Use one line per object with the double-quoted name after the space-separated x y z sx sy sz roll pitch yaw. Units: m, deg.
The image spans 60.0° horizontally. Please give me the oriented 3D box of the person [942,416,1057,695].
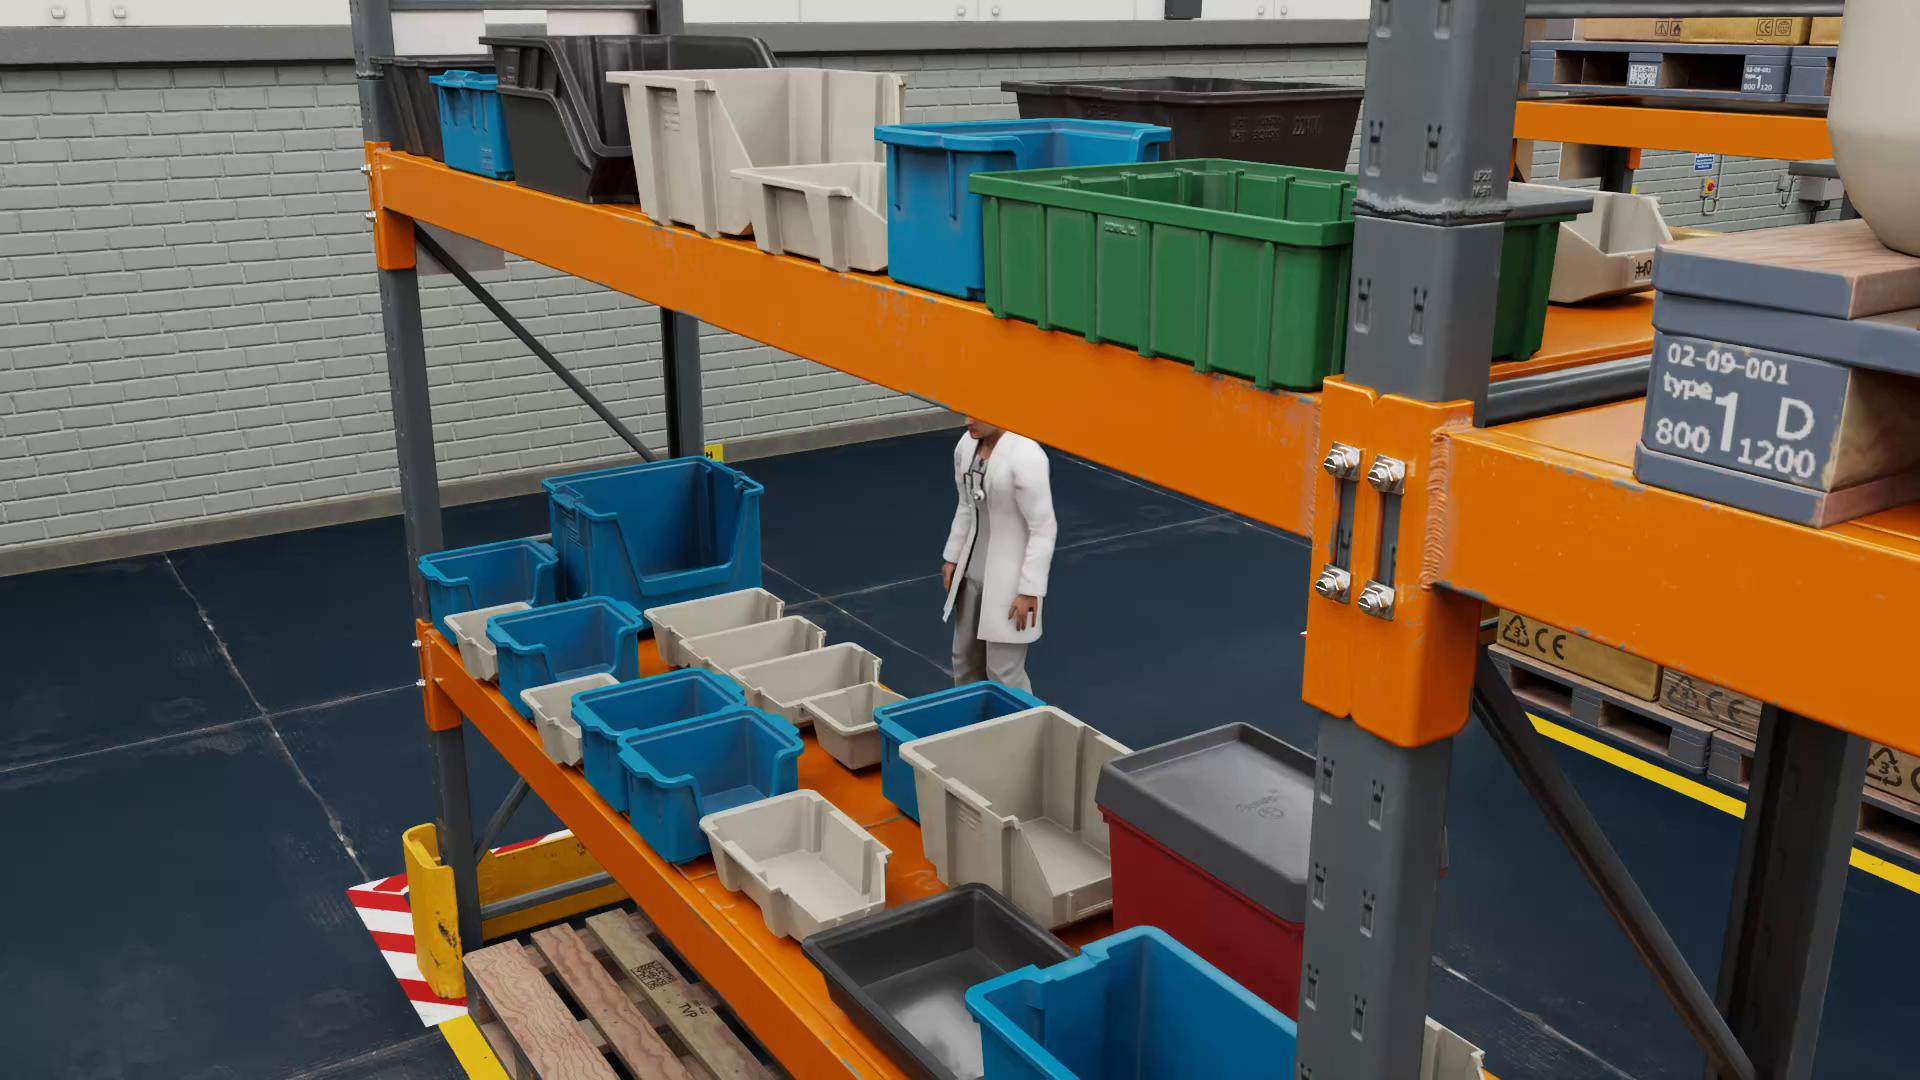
0.152 0.167 7.060 0.416 1.774 0.653 -12 21 -33 "person"
